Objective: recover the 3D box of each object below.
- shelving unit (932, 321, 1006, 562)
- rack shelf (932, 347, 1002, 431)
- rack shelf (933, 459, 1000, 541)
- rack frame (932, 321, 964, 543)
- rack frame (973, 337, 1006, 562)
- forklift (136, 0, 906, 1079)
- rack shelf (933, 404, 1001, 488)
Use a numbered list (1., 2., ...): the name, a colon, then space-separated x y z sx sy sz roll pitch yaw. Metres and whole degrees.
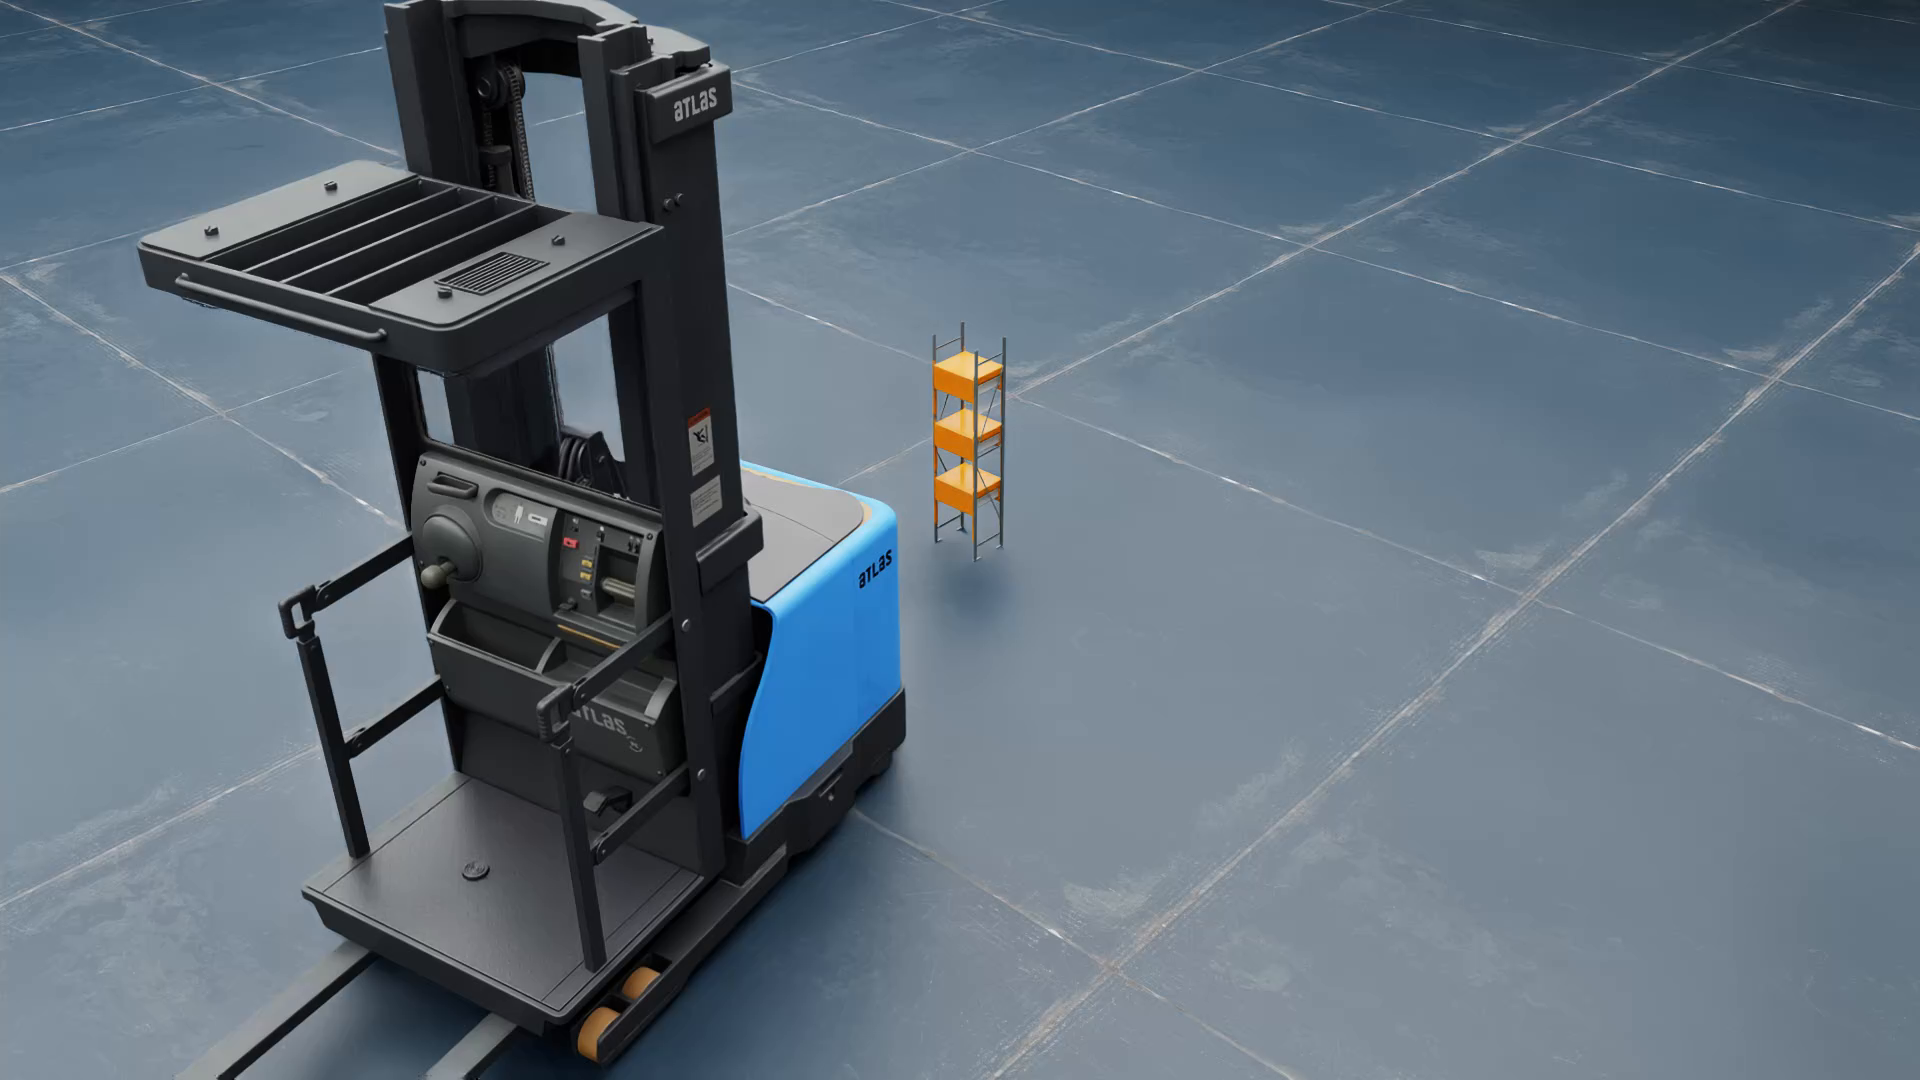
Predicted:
1. shelving unit: 0.040 -0.431 7.448 0.252 1.050 0.215 25 39 35
2. rack shelf: 0.040 -0.665 7.308 0.240 0.259 0.215 25 39 35
3. rack shelf: 0.040 -0.184 7.597 0.240 0.259 0.215 25 39 35
4. rack frame: -0.051 -0.473 7.519 0.008 1.050 0.200 25 39 35
5. rack frame: 0.130 -0.389 7.378 0.008 1.050 0.200 25 39 35
6. forklift: -1.378 0.073 4.787 1.130 2.935 3.031 17 35 25
7. rack shelf: 0.040 -0.422 7.454 0.240 0.259 0.215 25 39 35
